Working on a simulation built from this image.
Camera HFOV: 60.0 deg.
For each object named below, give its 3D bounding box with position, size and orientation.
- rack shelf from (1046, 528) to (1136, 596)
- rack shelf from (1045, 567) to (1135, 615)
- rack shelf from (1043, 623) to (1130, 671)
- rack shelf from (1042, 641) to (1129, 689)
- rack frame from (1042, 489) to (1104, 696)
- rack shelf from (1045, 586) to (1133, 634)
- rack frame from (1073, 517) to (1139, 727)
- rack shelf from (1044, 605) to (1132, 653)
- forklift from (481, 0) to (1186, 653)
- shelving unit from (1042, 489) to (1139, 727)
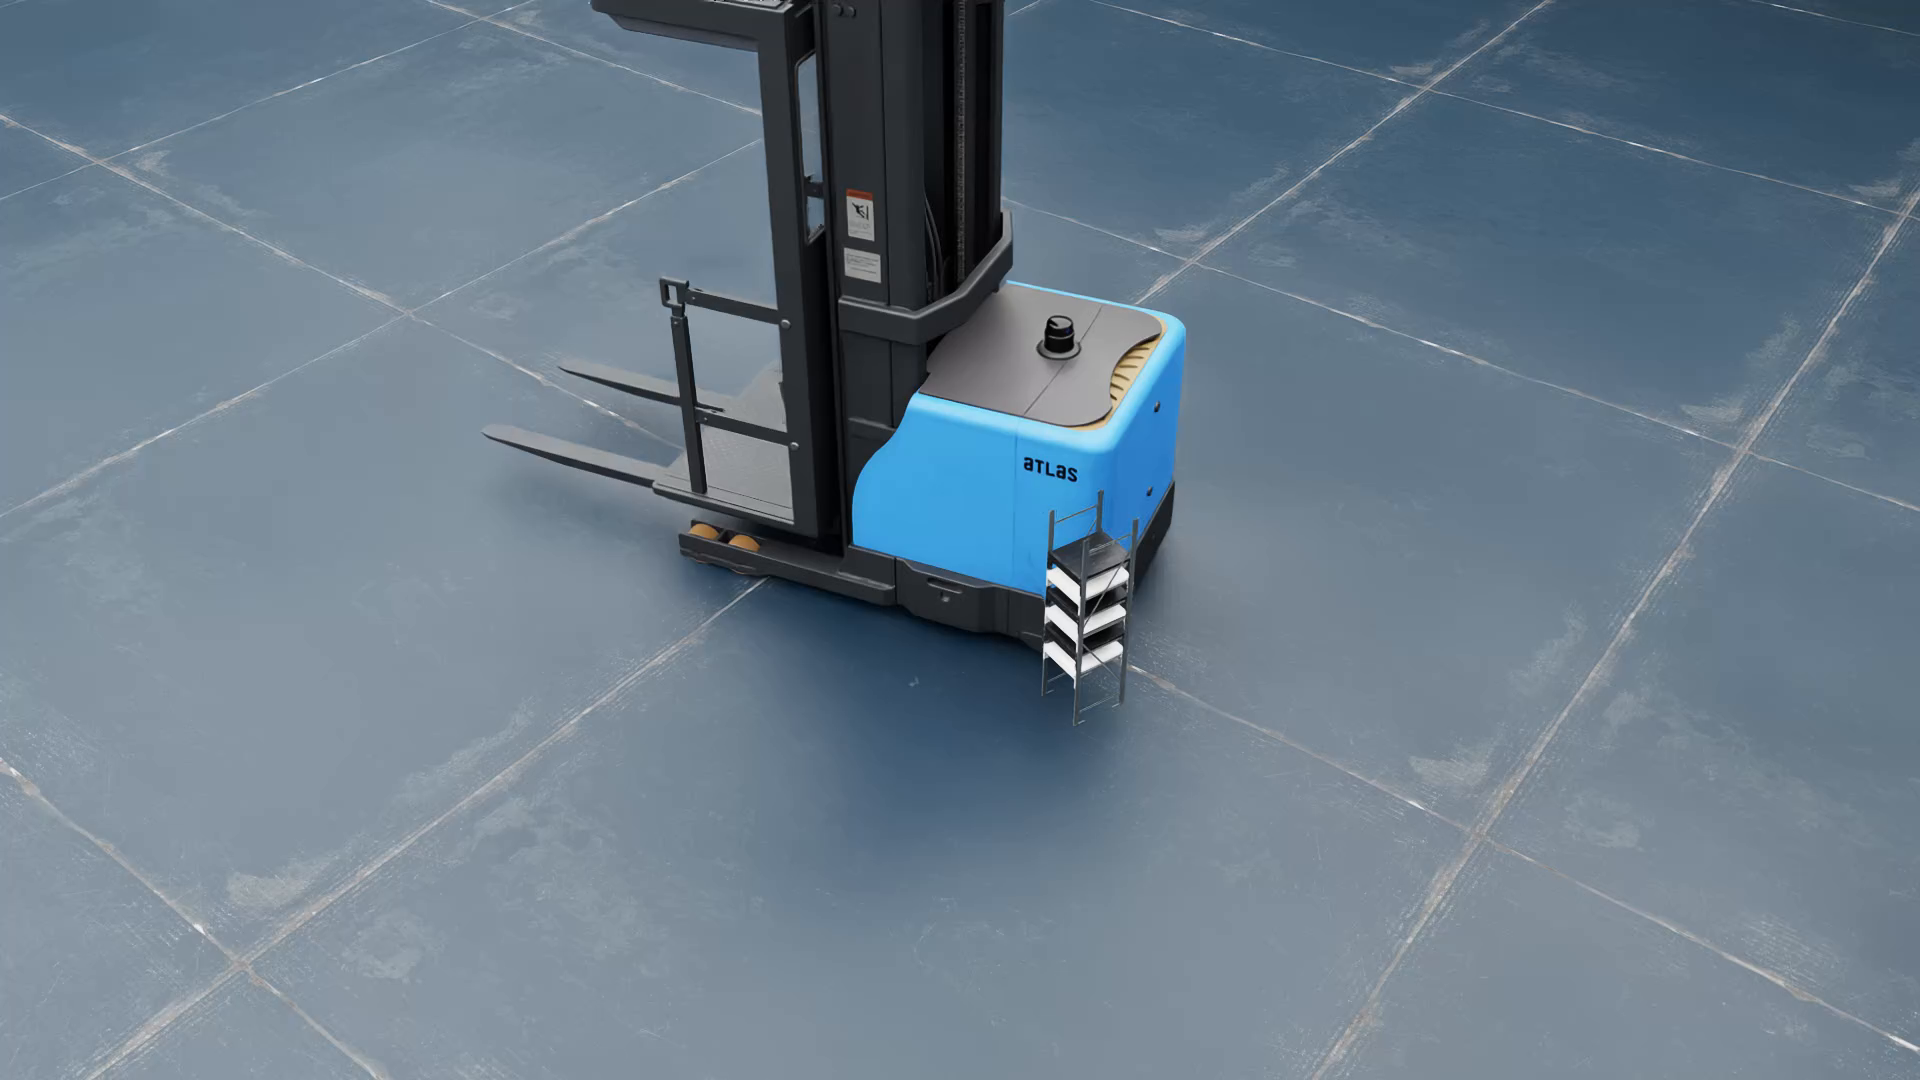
[{"bbox_3d":[0.476,0.078,6.037,0.258,0.077,0.200,-22,43,-26],"label":"rack shelf"},{"bbox_3d":[0.476,0.149,6.092,0.258,0.077,0.200,-22,43,-26],"label":"rack shelf"},{"bbox_3d":[0.475,0.361,6.259,0.258,0.077,0.200,-22,43,-26],"label":"rack shelf"},{"bbox_3d":[0.475,0.432,6.314,0.258,0.077,0.200,-22,43,-26],"label":"rack shelf"},{"bbox_3d":[0.419,0.212,6.249,0.240,0.900,0.006,-22,43,-26],"label":"rack frame"},{"bbox_3d":[0.476,0.220,6.148,0.258,0.077,0.200,-22,43,-26],"label":"rack shelf"},{"bbox_3d":[0.532,0.316,6.116,0.240,0.900,0.006,-22,43,-26],"label":"rack frame"},{"bbox_3d":[0.476,0.290,6.203,0.258,0.077,0.200,-22,43,-26],"label":"rack shelf"},{"bbox_3d":[-0.647,-1.290,6.520,3.031,2.935,1.130,15,40,18],"label":"forklift"},{"bbox_3d":[0.476,0.264,6.183,0.258,0.900,0.210,-22,43,-26],"label":"shelving unit"}]
